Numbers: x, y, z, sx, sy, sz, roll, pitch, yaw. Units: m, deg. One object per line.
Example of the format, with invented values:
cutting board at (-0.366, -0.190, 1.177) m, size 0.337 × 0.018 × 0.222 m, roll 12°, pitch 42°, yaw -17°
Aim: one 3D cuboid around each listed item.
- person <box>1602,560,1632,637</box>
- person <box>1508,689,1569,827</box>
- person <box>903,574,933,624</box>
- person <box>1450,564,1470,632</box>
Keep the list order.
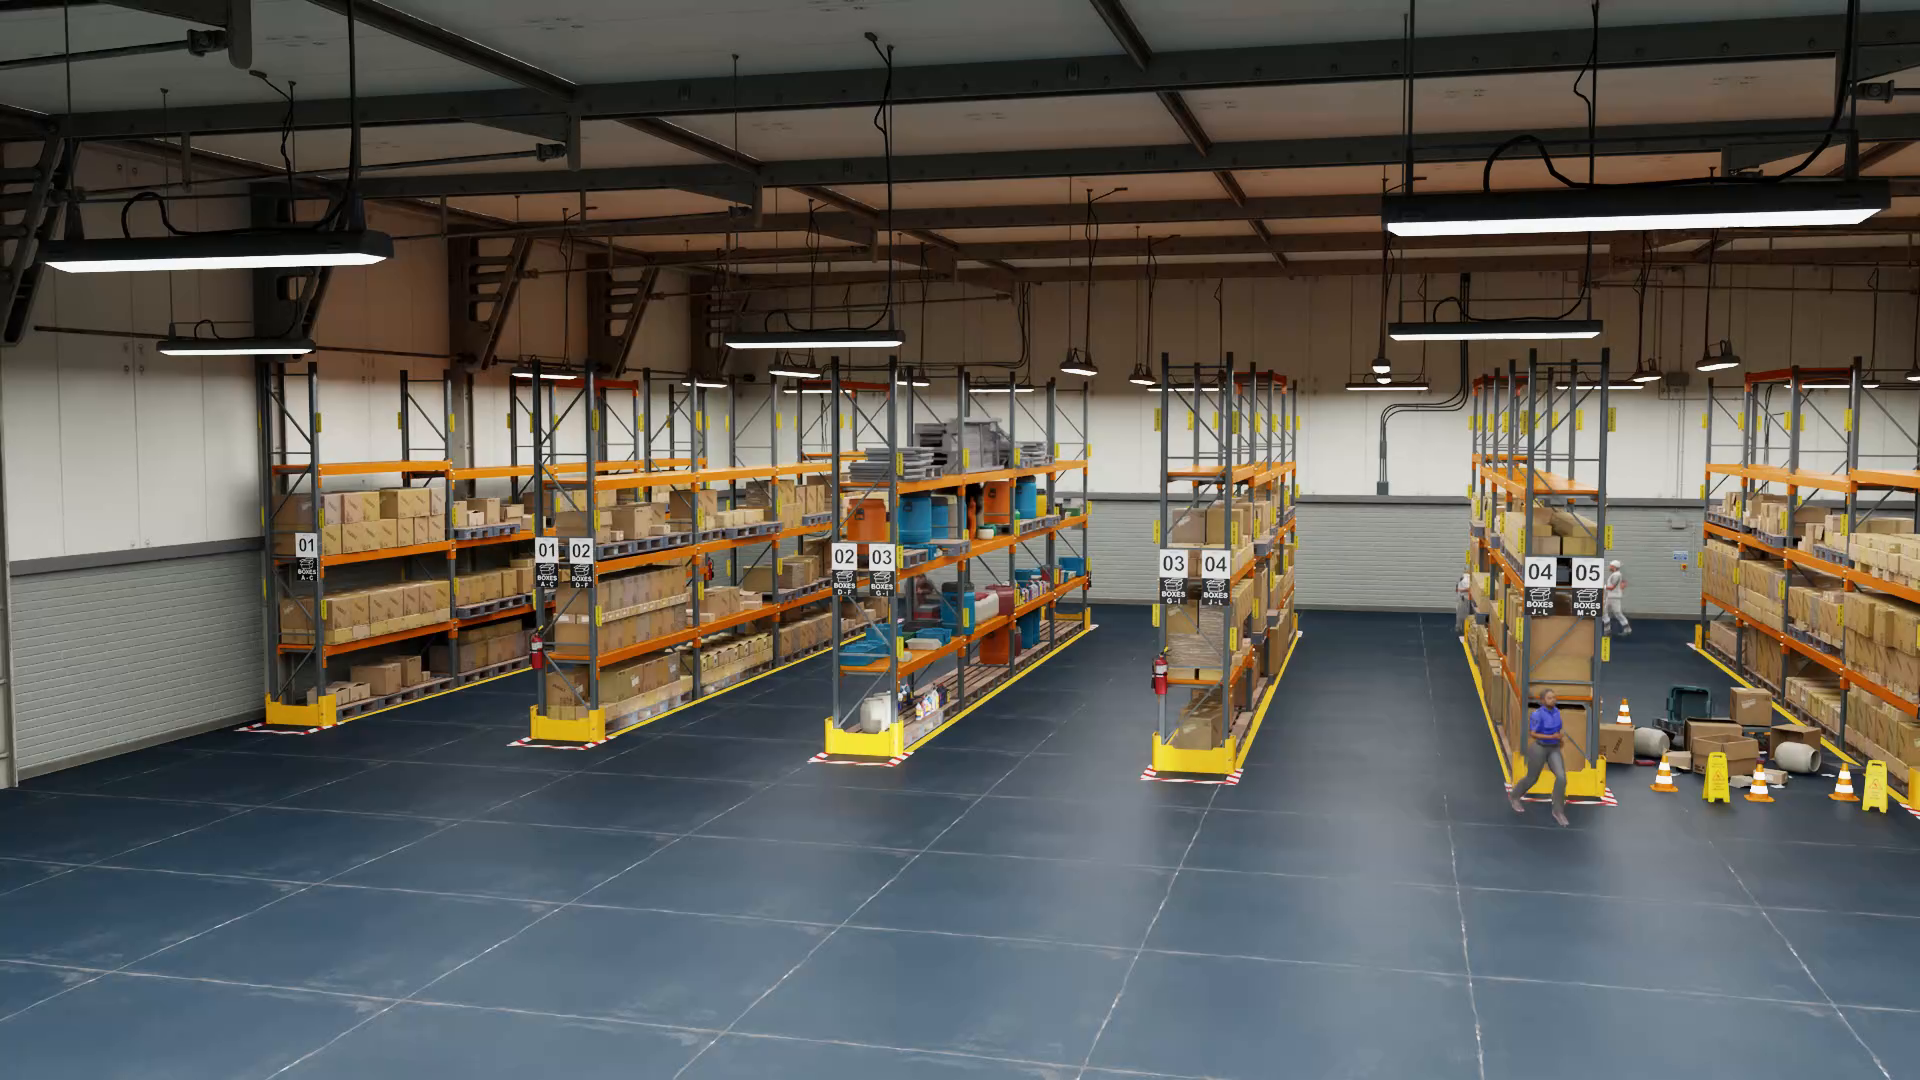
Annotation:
person at (15.221, 1.382, 38.659) m, size 0.778 × 1.830 × 0.641 m, roll 1°, pitch 4°, yaw 17°
person at (7.358, 2.706, 20.989) m, size 0.586 × 1.700 × 0.896 m, roll -1°, pitch 4°, yaw -19°
person at (-0.889, 1.434, 34.728) m, size 0.694 × 1.864 × 0.797 m, roll 1°, pitch 4°, yaw 17°
person at (11.926, 1.377, 39.448) m, size 0.736 × 1.754 × 0.797 m, roll 2°, pitch 5°, yaw 31°
